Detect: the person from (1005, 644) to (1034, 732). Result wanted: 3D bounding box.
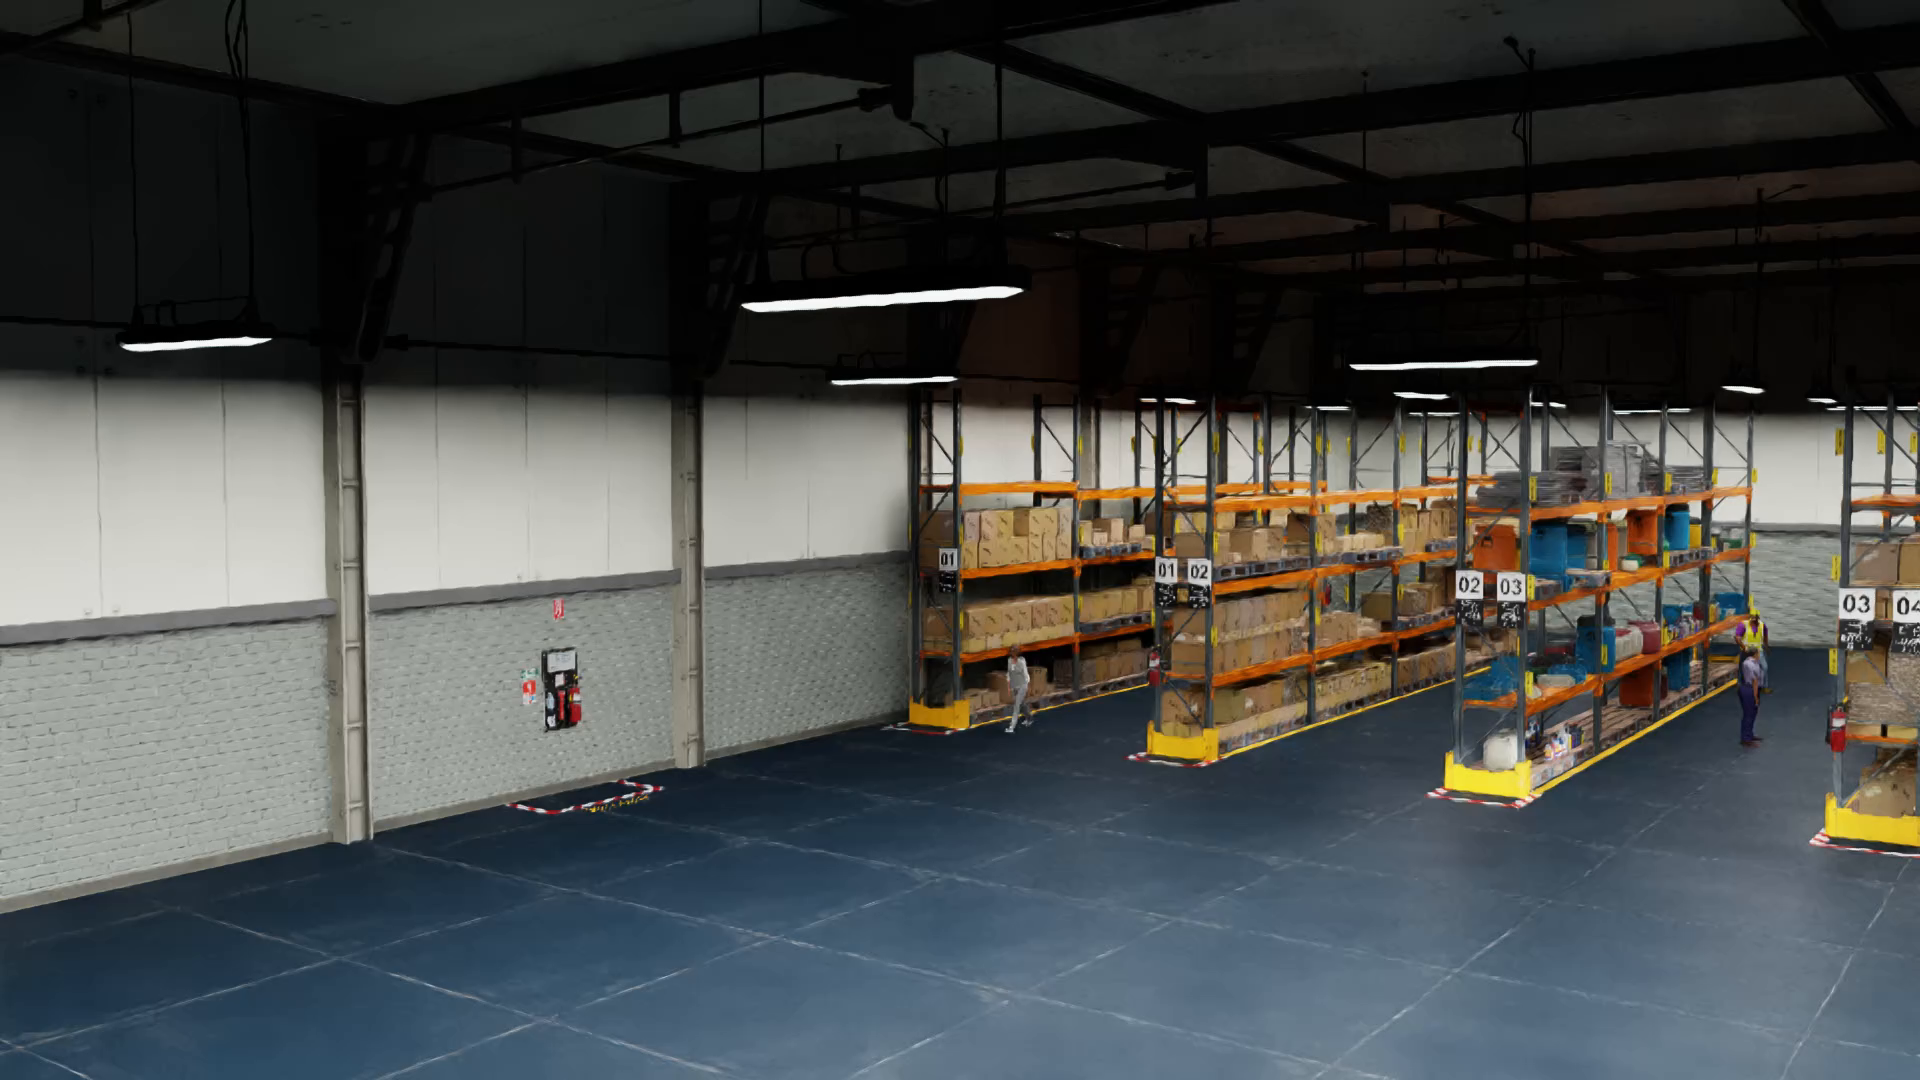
[{"bbox_3d":[1.002,2.569,29.125,0.417,1.517,1.036,3,4,38],"label":"person"}]

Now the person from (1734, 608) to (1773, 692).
[{"bbox_3d":[16.072,2.217,33.752,0.699,1.696,0.801,1,3,15],"label":"person"}]

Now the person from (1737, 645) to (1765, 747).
[{"bbox_3d":[13.244,2.584,27.759,0.445,1.657,0.578,0,3,8],"label":"person"}]
